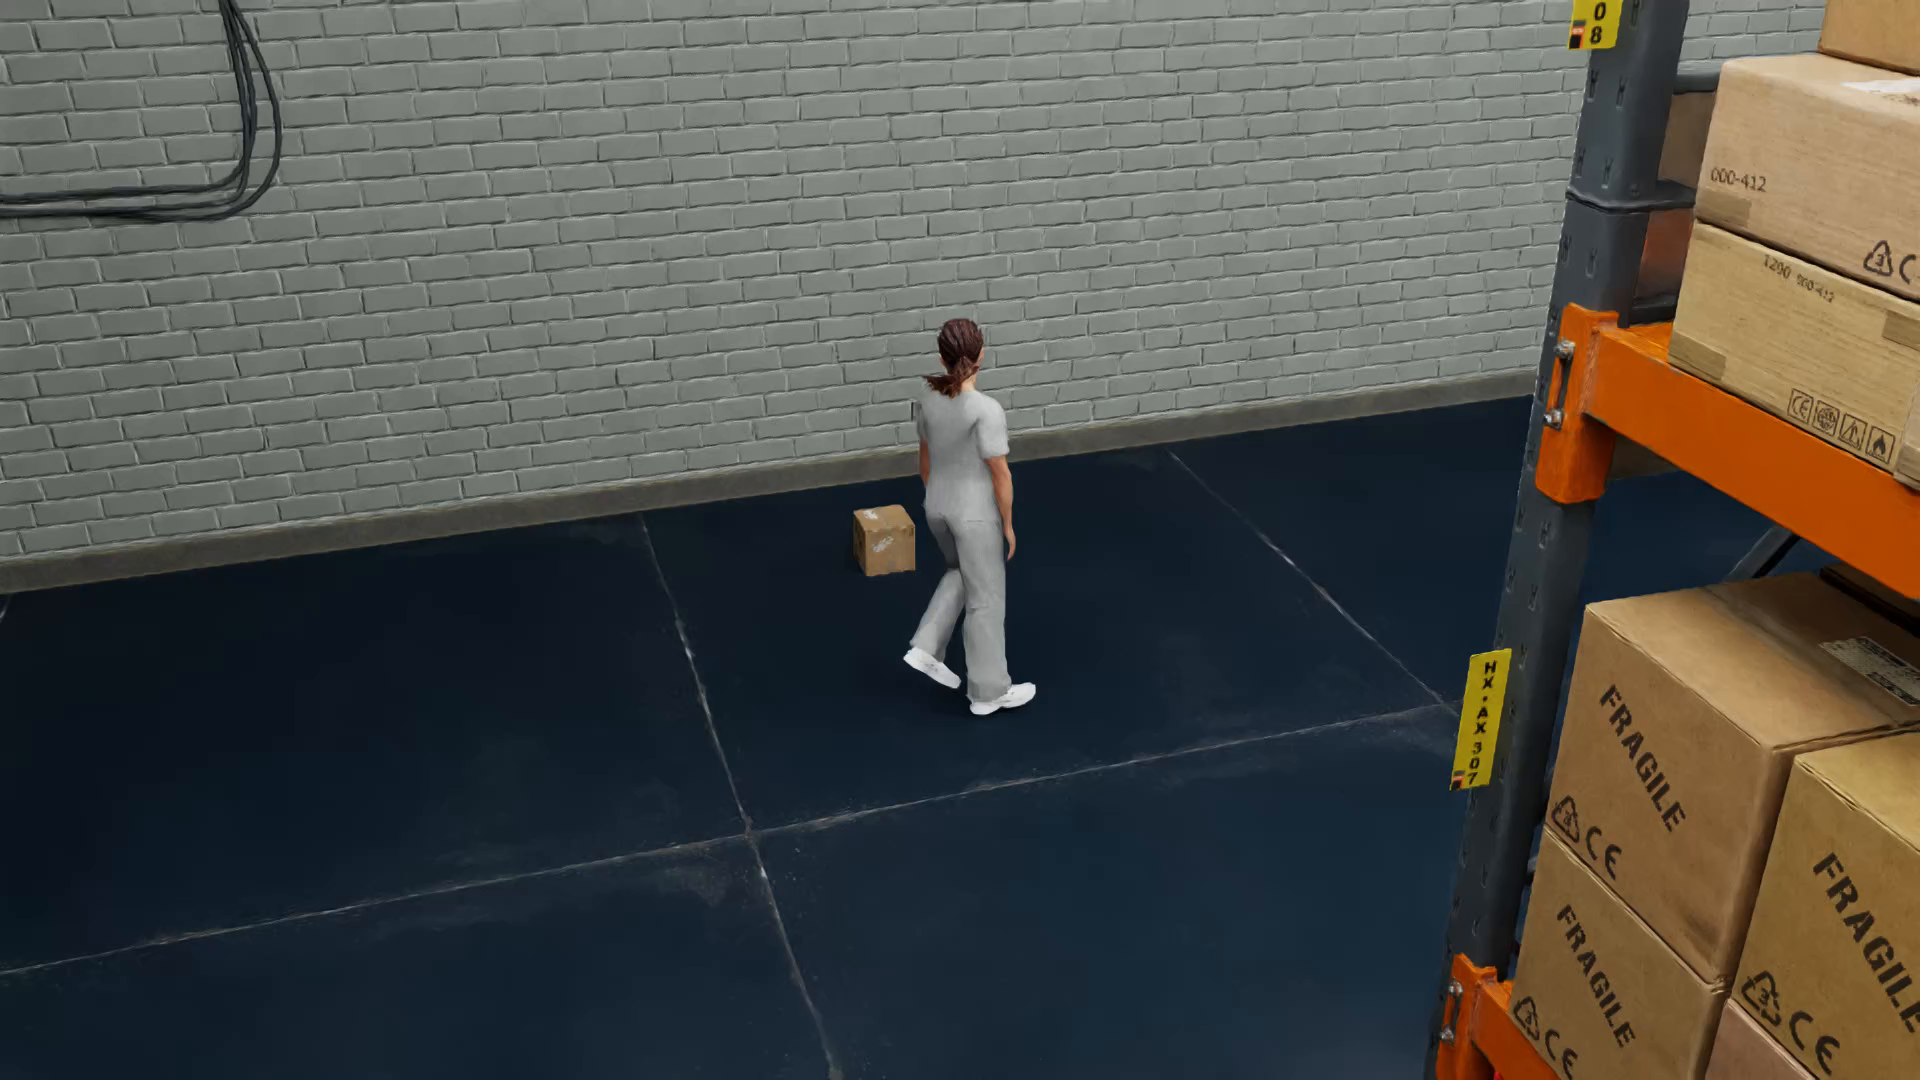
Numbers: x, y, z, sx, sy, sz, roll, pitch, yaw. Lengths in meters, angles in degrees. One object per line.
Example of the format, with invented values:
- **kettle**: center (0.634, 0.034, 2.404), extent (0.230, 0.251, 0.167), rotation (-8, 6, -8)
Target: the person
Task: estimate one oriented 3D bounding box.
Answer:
- **person**: center (-0.003, -0.082, 6.761), extent (0.538, 1.660, 0.501), rotation (23, 35, 39)
